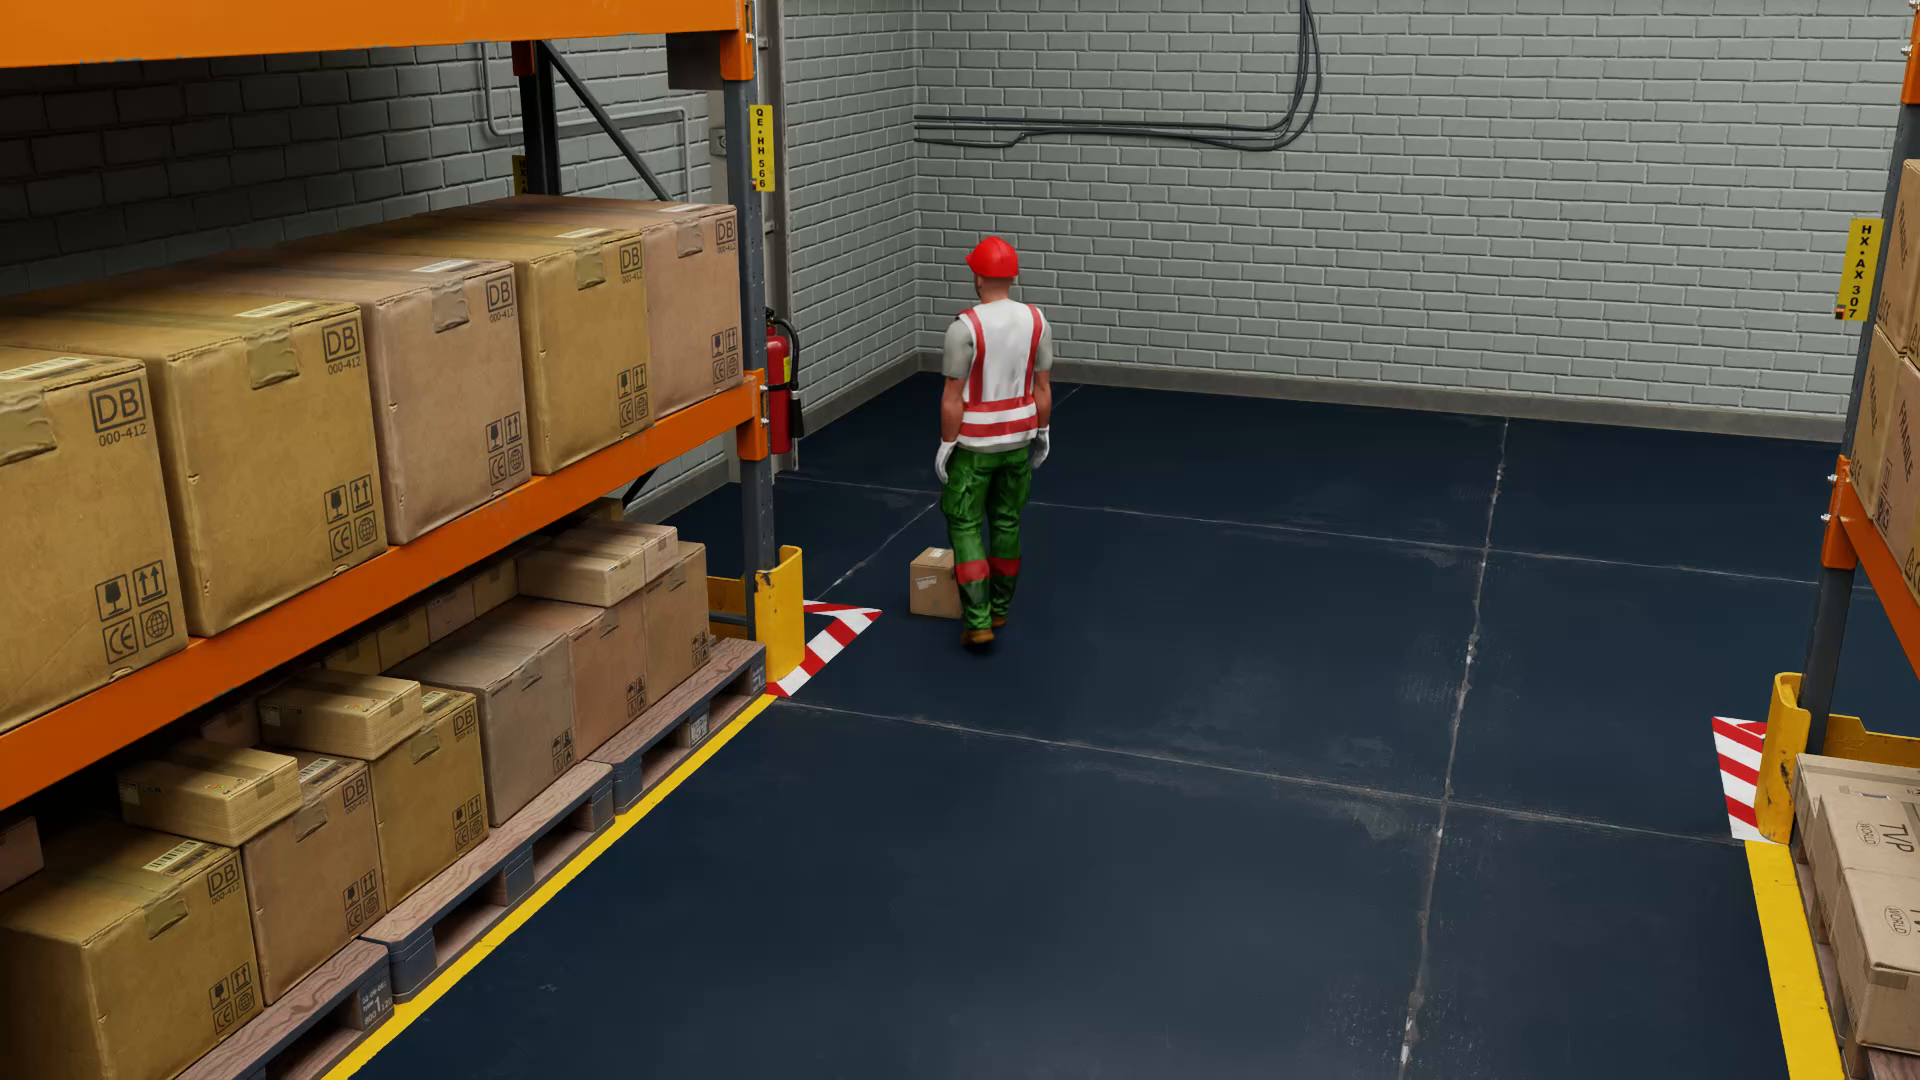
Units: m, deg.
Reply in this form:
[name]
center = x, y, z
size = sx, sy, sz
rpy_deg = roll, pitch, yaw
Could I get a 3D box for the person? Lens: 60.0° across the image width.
[person]
center = 0.138, -0.434, 7.311
size = 0.564, 1.799, 0.600
rpy_deg = -9, 20, -24
